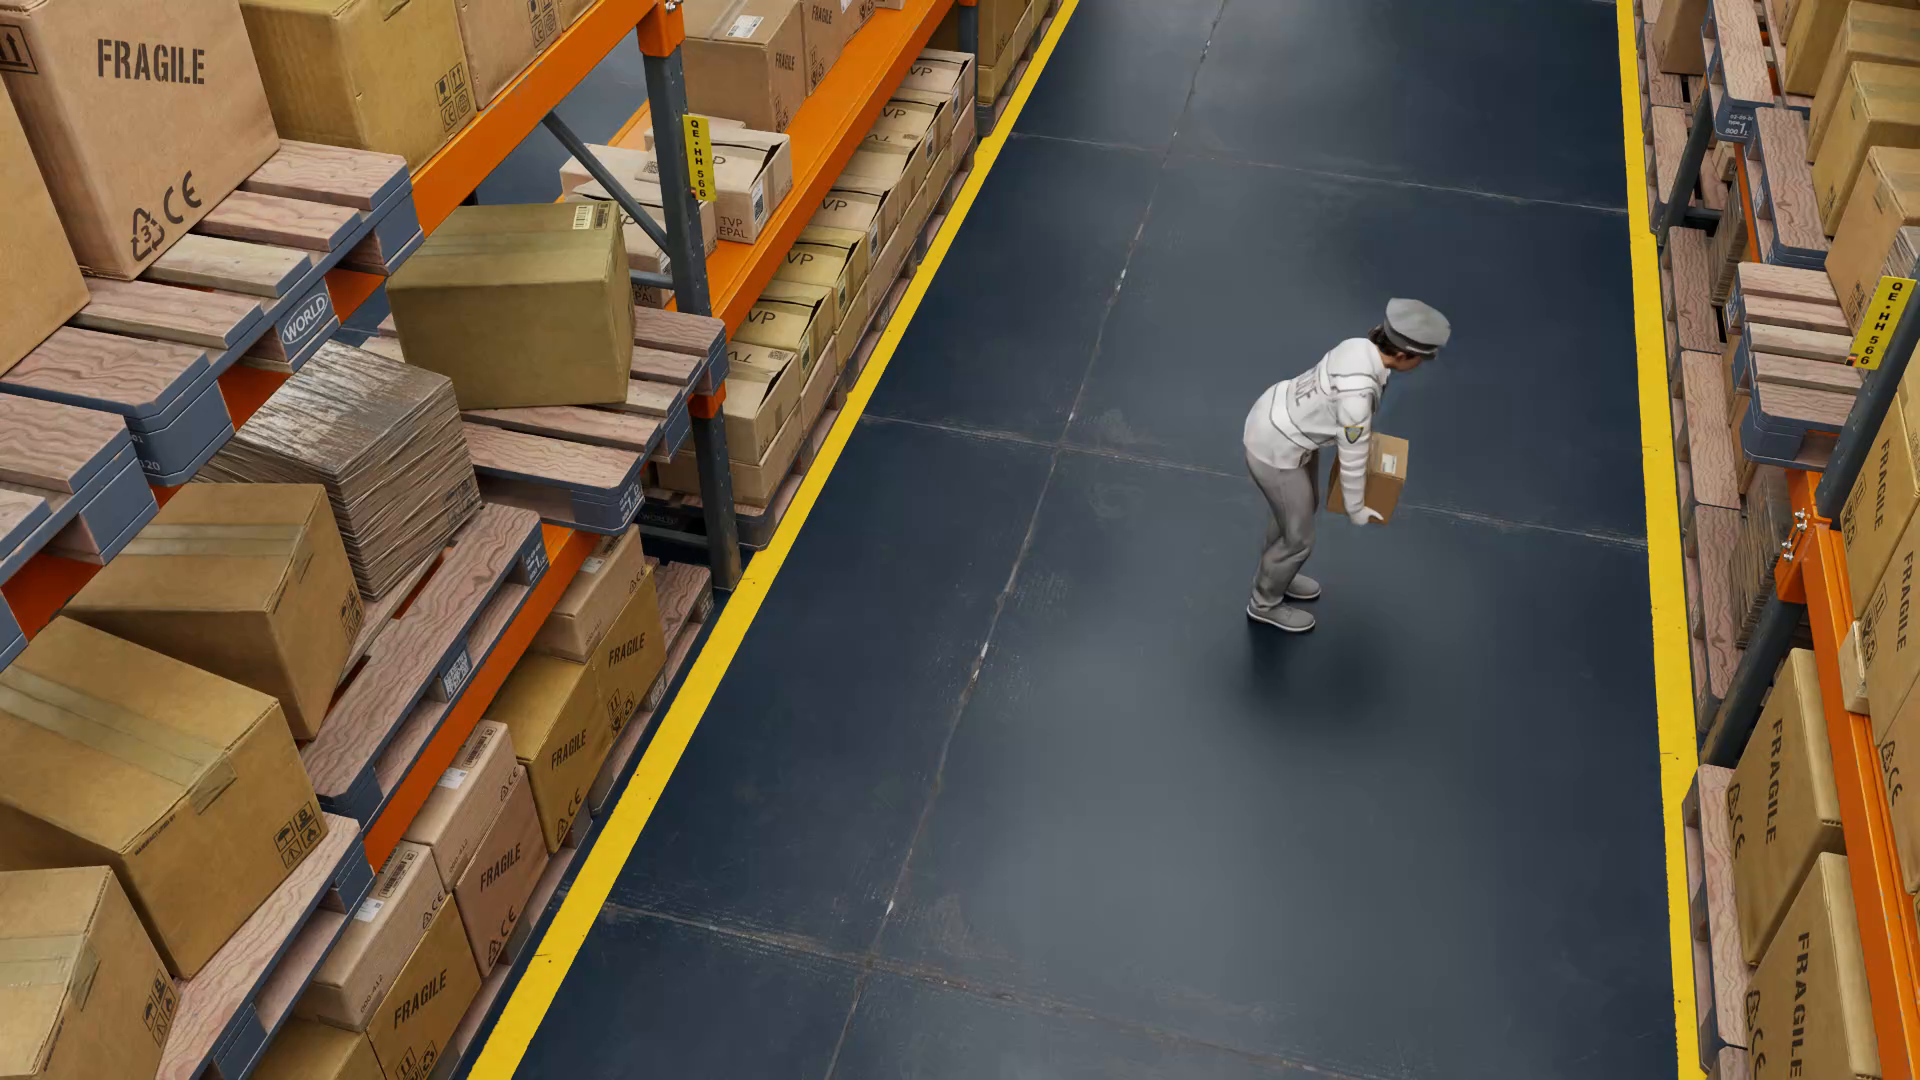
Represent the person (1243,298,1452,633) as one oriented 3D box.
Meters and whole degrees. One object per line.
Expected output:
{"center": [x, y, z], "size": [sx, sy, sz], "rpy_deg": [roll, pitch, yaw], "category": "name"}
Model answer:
{"center": [1.459, -0.291, 6.597], "size": [0.690, 1.532, 0.406], "rpy_deg": [9, 42, 10], "category": "person"}
